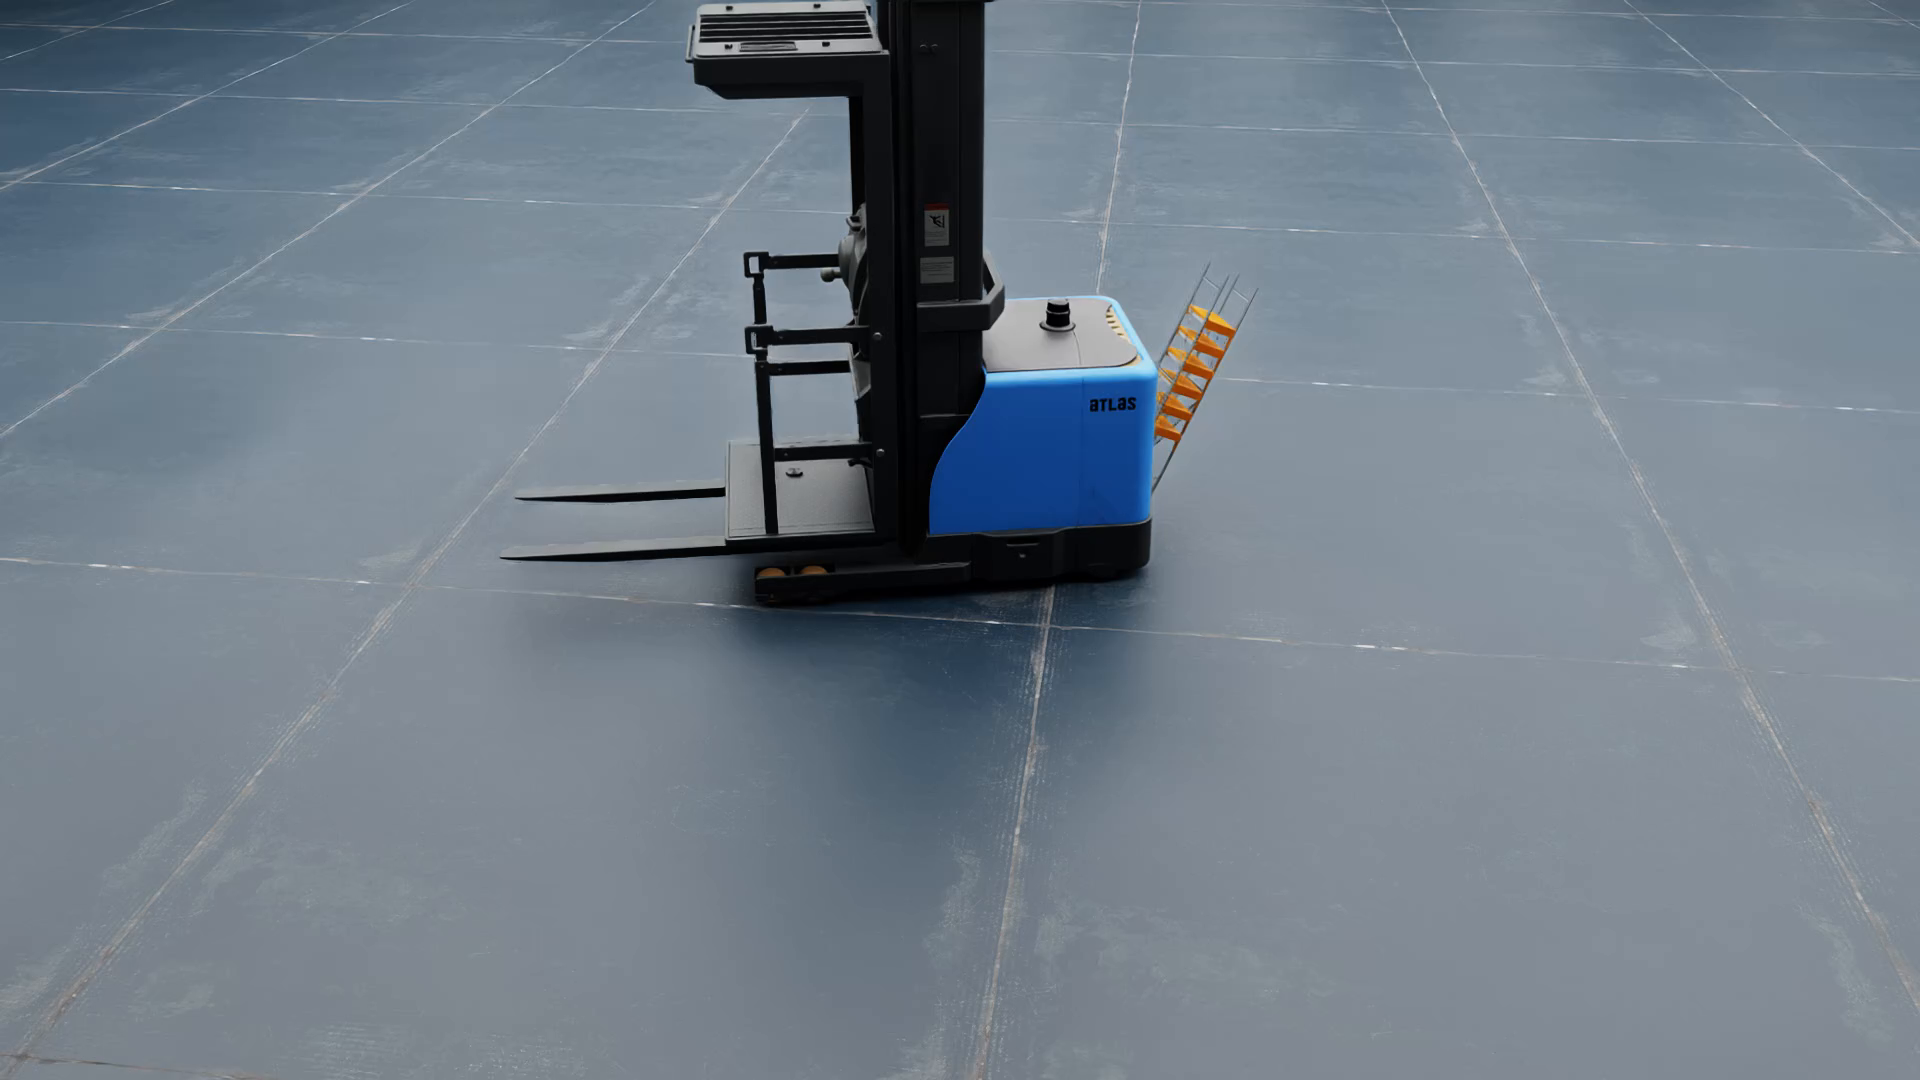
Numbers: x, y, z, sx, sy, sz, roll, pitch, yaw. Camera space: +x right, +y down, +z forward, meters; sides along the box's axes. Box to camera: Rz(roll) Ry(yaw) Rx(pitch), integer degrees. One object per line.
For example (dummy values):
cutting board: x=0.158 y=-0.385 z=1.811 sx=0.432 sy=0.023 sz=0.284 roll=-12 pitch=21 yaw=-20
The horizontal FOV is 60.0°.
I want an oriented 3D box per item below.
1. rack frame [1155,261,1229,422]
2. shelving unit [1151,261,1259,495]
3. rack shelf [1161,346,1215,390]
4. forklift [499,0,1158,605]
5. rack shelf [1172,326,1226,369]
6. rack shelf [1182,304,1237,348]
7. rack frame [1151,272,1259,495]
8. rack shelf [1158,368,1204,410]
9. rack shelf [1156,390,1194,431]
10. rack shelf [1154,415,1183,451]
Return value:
rack frame: x=1.051 y=-0.846 z=8.504 sx=0.006 sy=1.200 sz=0.240 roll=16 pitch=21 yaw=-25
shelving unit: x=1.131 y=-0.823 z=8.543 sx=0.189 sy=1.200 sz=0.258 roll=16 pitch=21 yaw=-25
rack shelf: x=1.161 y=-0.888 z=8.519 sx=0.180 sy=0.103 sz=0.258 roll=16 pitch=21 yaw=-25
forklift: x=-0.650 y=-1.256 z=7.491 sx=3.031 sy=2.935 sz=1.130 roll=-3 pitch=28 yaw=-6
rack shelf: x=1.210 y=-0.990 z=8.480 sx=0.180 sy=0.103 sz=0.258 roll=16 pitch=21 yaw=-25
rack shelf: x=1.259 y=-1.093 z=8.441 sx=0.180 sy=0.103 sz=0.258 roll=16 pitch=21 yaw=-25
rack frame: x=1.210 y=-0.800 z=8.582 sx=0.006 sy=1.200 sz=0.240 roll=16 pitch=21 yaw=-25
rack shelf: x=1.113 y=-0.785 z=8.558 sx=0.180 sy=0.103 sz=0.258 roll=16 pitch=21 yaw=-25
rack shelf: x=1.064 y=-0.683 z=8.597 sx=0.180 sy=0.103 sz=0.258 roll=16 pitch=21 yaw=-25
rack shelf: x=1.015 y=-0.580 z=8.636 sx=0.180 sy=0.103 sz=0.258 roll=16 pitch=21 yaw=-25
